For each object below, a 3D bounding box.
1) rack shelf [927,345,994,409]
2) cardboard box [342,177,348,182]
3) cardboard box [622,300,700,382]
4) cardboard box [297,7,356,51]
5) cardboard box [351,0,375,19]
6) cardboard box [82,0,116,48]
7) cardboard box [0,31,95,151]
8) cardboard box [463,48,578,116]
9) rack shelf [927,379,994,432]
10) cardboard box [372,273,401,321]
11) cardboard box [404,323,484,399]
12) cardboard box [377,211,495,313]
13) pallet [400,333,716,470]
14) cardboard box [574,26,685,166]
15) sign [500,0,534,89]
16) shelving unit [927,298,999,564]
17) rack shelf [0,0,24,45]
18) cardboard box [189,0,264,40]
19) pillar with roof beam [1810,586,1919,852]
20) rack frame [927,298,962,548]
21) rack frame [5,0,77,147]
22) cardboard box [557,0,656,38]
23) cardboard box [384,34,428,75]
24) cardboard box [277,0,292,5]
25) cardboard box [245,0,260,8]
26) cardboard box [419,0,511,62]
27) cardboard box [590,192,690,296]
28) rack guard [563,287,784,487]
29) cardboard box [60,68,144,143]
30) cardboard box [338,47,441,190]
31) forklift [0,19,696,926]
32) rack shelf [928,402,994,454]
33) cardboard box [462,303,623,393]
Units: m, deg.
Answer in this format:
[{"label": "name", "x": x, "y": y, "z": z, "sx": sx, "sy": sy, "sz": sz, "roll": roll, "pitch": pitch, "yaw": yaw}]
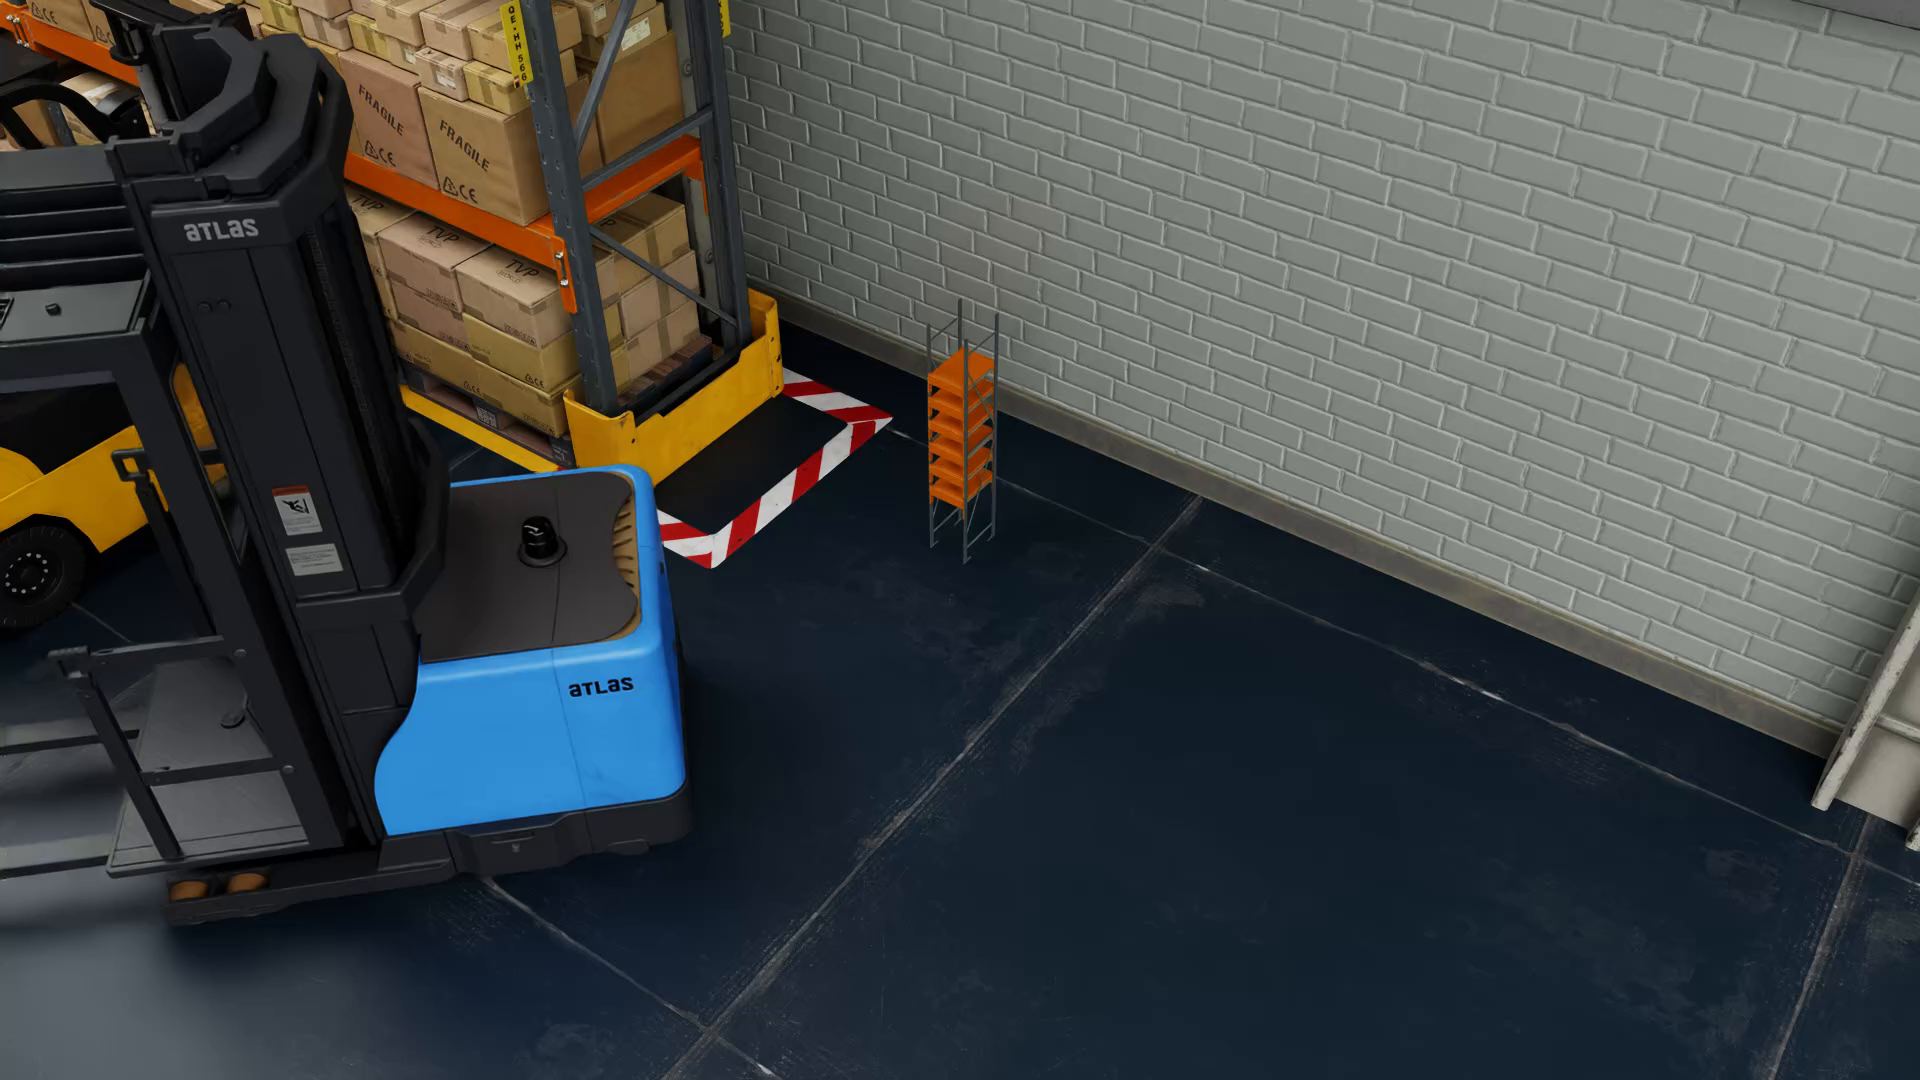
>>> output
[{"label": "rack shelf", "x": 0.012, "y": -0.677, "z": 6.882, "sx": 0.180, "sy": 0.103, "sz": 0.258, "roll": 25, "pitch": 48, "yaw": 25}, {"label": "cardboard box", "x": -3.161, "y": -1.740, "z": 8.191, "sx": 0.500, "sy": 0.250, "sz": 0.500, "roll": 24, "pitch": 47, "yaw": 25}, {"label": "cardboard box", "x": -1.644, "y": -1.078, "z": 8.201, "sx": 0.500, "sy": 0.250, "sz": 0.500, "roll": 25, "pitch": 48, "yaw": 25}, {"label": "cardboard box", "x": -2.645, "y": -2.302, "z": 7.260, "sx": 0.250, "sy": 0.149, "sz": 0.380, "roll": 24, "pitch": 47, "yaw": 24}, {"label": "cardboard box", "x": -2.379, "y": -2.362, "z": 7.104, "sx": 0.250, "sy": 0.149, "sz": 0.380, "roll": 25, "pitch": 48, "yaw": 26}, {"label": "cardboard box", "x": -3.980, "y": -2.718, "z": 8.211, "sx": 0.500, "sy": 0.500, "sz": 0.500, "roll": 26, "pitch": 48, "yaw": 26}, {"label": "cardboard box", "x": -5.063, "y": -2.648, "z": 9.674, "sx": 0.625, "sy": 0.625, "sz": 0.875, "roll": 27, "pitch": 48, "yaw": 27}, {"label": "cardboard box", "x": -1.799, "y": -1.910, "z": 6.822, "sx": 0.250, "sy": 0.149, "sz": 0.380, "roll": 26, "pitch": 48, "yaw": 26}, {"label": "rack shelf", "x": 0.012, "y": -0.587, "z": 6.962, "sx": 0.180, "sy": 0.103, "sz": 0.258, "roll": 25, "pitch": 48, "yaw": 25}, {"label": "cardboard box", "x": -2.772, "y": -1.369, "z": 8.152, "sx": 0.500, "sy": 0.250, "sz": 0.500, "roll": 24, "pitch": 47, "yaw": 24}, {"label": "cardboard box", "x": -2.322, "y": -0.986, "z": 8.098, "sx": 0.500, "sy": 0.250, "sz": 0.500, "roll": 25, "pitch": 48, "yaw": 25}, {"label": "cardboard box", "x": -2.332, "y": -1.354, "z": 7.760, "sx": 0.500, "sy": 0.250, "sz": 0.500, "roll": 26, "pitch": 48, "yaw": 26}, {"label": "pallet", "x": -2.004, "y": -0.882, "z": 8.326, "sx": 1.213, "sy": 0.211, "sz": 1.003, "roll": 25, "pitch": 48, "yaw": 25}, {"label": "cardboard box", "x": -1.600, "y": -2.030, "z": 7.443, "sx": 0.500, "sy": 0.500, "sz": 0.500, "roll": 27, "pitch": 48, "yaw": 27}, {"label": "sign", "x": -1.677, "y": -1.880, "z": 6.304, "sx": 0.005, "sy": 0.325, "sz": 0.100, "roll": 25, "pitch": 48, "yaw": 25}, {"label": "shelving unit", "x": 0.012, "y": -0.442, "z": 7.092, "sx": 0.189, "sy": 1.200, "sz": 0.258, "roll": 25, "pitch": 48, "yaw": 25}, {"label": "rack shelf", "x": -6.267, "y": -3.681, "z": 9.902, "sx": 4.000, "sy": 0.370, "sz": 1.077, "roll": 25, "pitch": 48, "yaw": 25}, {"label": "cardboard box", "x": -3.165, "y": -2.320, "z": 7.767, "sx": 0.500, "sy": 0.500, "sz": 0.500, "roll": 25, "pitch": 48, "yaw": 26}, {"label": "pillar with roof beam", "x": 1.034, "y": 0.002, "z": 0.748, "sx": 0.400, "sy": 9.000, "sz": 9.100, "roll": 25, "pitch": 48, "yaw": 25}, {"label": "rack frame", "x": -0.063, "y": -0.477, "z": 7.131, "sx": 0.006, "sy": 1.200, "sz": 0.240, "roll": 25, "pitch": 48, "yaw": 25}, {"label": "rack frame", "x": -4.629, "y": -3.183, "z": 8.806, "sx": 0.127, "sy": 3.000, "sz": 1.000, "roll": 25, "pitch": 48, "yaw": 25}, {"label": "cardboard box", "x": -1.507, "y": -2.287, "z": 7.020, "sx": 0.250, "sy": 0.149, "sz": 0.380, "roll": 24, "pitch": 47, "yaw": 25}, {"label": "cardboard box", "x": -2.203, "y": -2.125, "z": 7.062, "sx": 0.250, "sy": 0.149, "sz": 0.380, "roll": 26, "pitch": 48, "yaw": 26}, {"label": "cardboard box", "x": -2.871, "y": -2.497, "z": 7.255, "sx": 0.250, "sy": 0.149, "sz": 0.380, "roll": 26, "pitch": 48, "yaw": 26}, {"label": "cardboard box", "x": -3.016, "y": -2.533, "z": 7.518, "sx": 0.250, "sy": 0.149, "sz": 0.380, "roll": 25, "pitch": 47, "yaw": 25}, {"label": "cardboard box", "x": -1.988, "y": -2.141, "z": 6.857, "sx": 0.250, "sy": 0.149, "sz": 0.380, "roll": 25, "pitch": 48, "yaw": 25}, {"label": "cardboard box", "x": -1.639, "y": -1.443, "z": 7.859, "sx": 0.500, "sy": 0.250, "sz": 0.500, "roll": 24, "pitch": 47, "yaw": 25}, {"label": "rack guard", "x": -1.335, "y": -0.711, "z": 7.918, "sx": 0.348, "sy": 0.500, "sz": 1.175, "roll": 25, "pitch": 48, "yaw": 25}, {"label": "cardboard box", "x": -4.413, "y": -2.331, "z": 8.851, "sx": 0.500, "sy": 0.250, "sz": 0.500, "roll": 24, "pitch": 47, "yaw": 25}, {"label": "cardboard box", "x": -2.327, "y": -1.938, "z": 7.339, "sx": 0.500, "sy": 0.500, "sz": 0.500, "roll": 27, "pitch": 48, "yaw": 27}, {"label": "forklift", "x": -2.555, "y": -0.099, "z": 5.410, "sx": 3.031, "sy": 2.935, "sz": 1.130, "roll": -7, "pitch": 42, "yaw": -8}, {"label": "rack shelf", "x": 0.012, "y": -0.498, "z": 7.042, "sx": 0.180, "sy": 0.103, "sz": 0.258, "roll": 25, "pitch": 48, "yaw": 25}, {"label": "cardboard box", "x": -1.932, "y": -0.985, "z": 7.722, "sx": 0.500, "sy": 0.250, "sz": 0.500, "roll": 24, "pitch": 47, "yaw": 25}]
